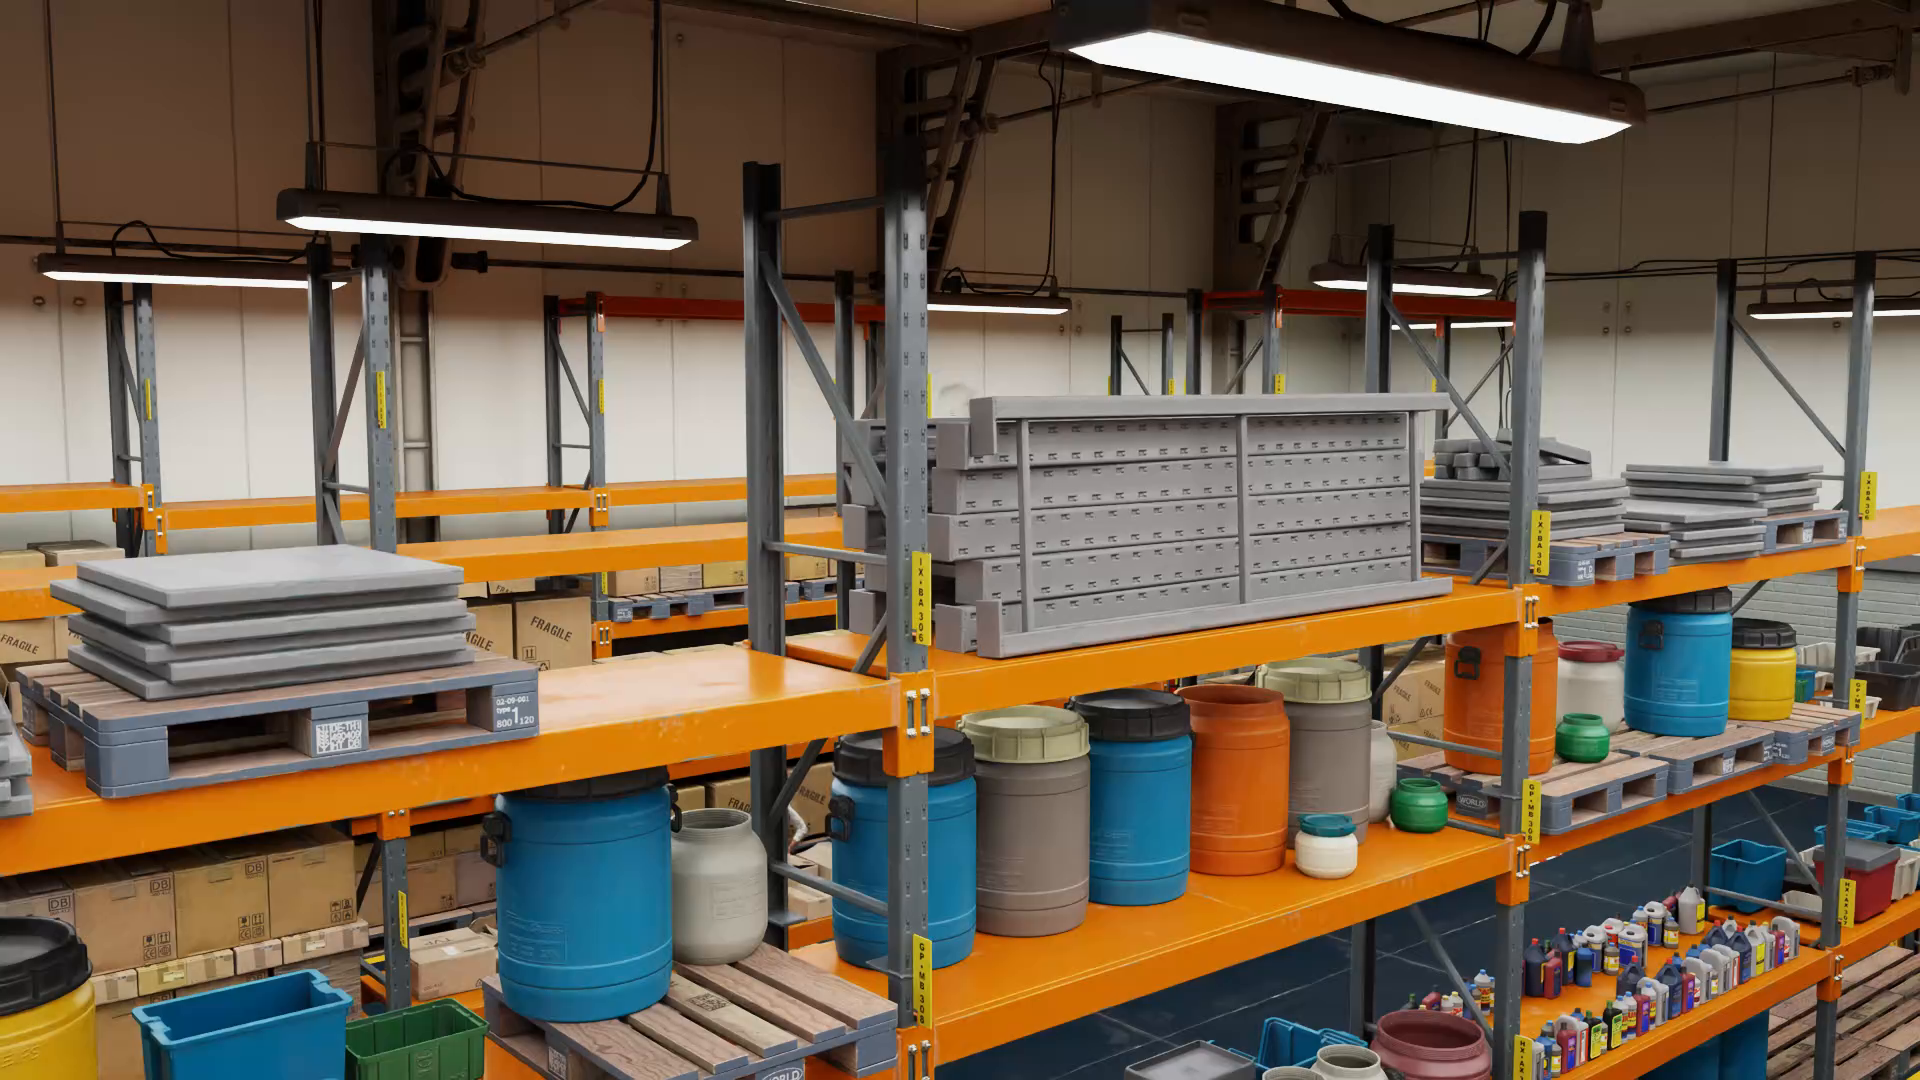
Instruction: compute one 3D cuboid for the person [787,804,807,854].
[{"bbox_3d":[-1.679,2.924,15.113,0.545,1.591,0.839,5,7,41],"label":"person"}]
